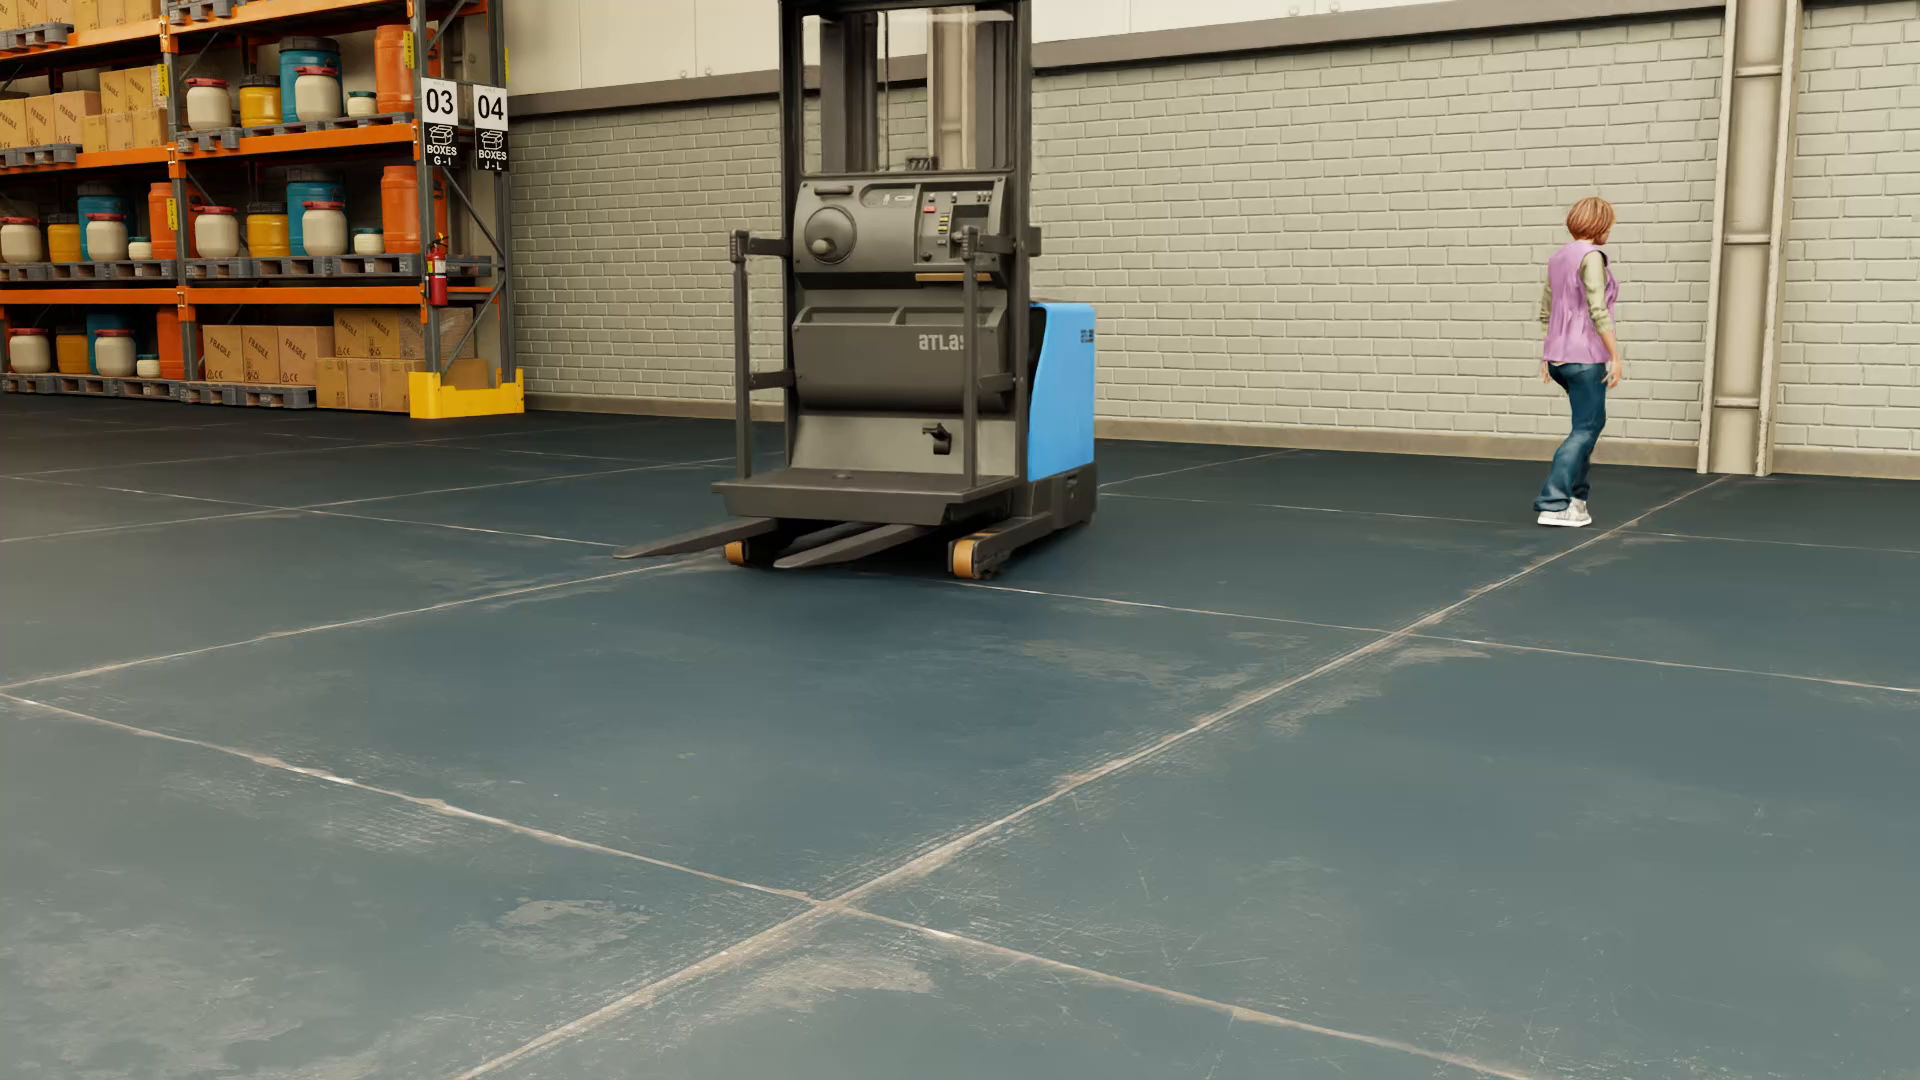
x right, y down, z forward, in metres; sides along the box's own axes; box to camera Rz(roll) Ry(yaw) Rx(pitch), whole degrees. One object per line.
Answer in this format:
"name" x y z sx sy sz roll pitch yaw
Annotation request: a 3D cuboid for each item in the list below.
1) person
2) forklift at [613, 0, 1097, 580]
"person" 3.003 -0.832 8.045 0.461 1.627 0.510 -1 8 -9
"forklift" -0.331 -1.358 6.742 1.130 2.935 3.031 3 9 20
